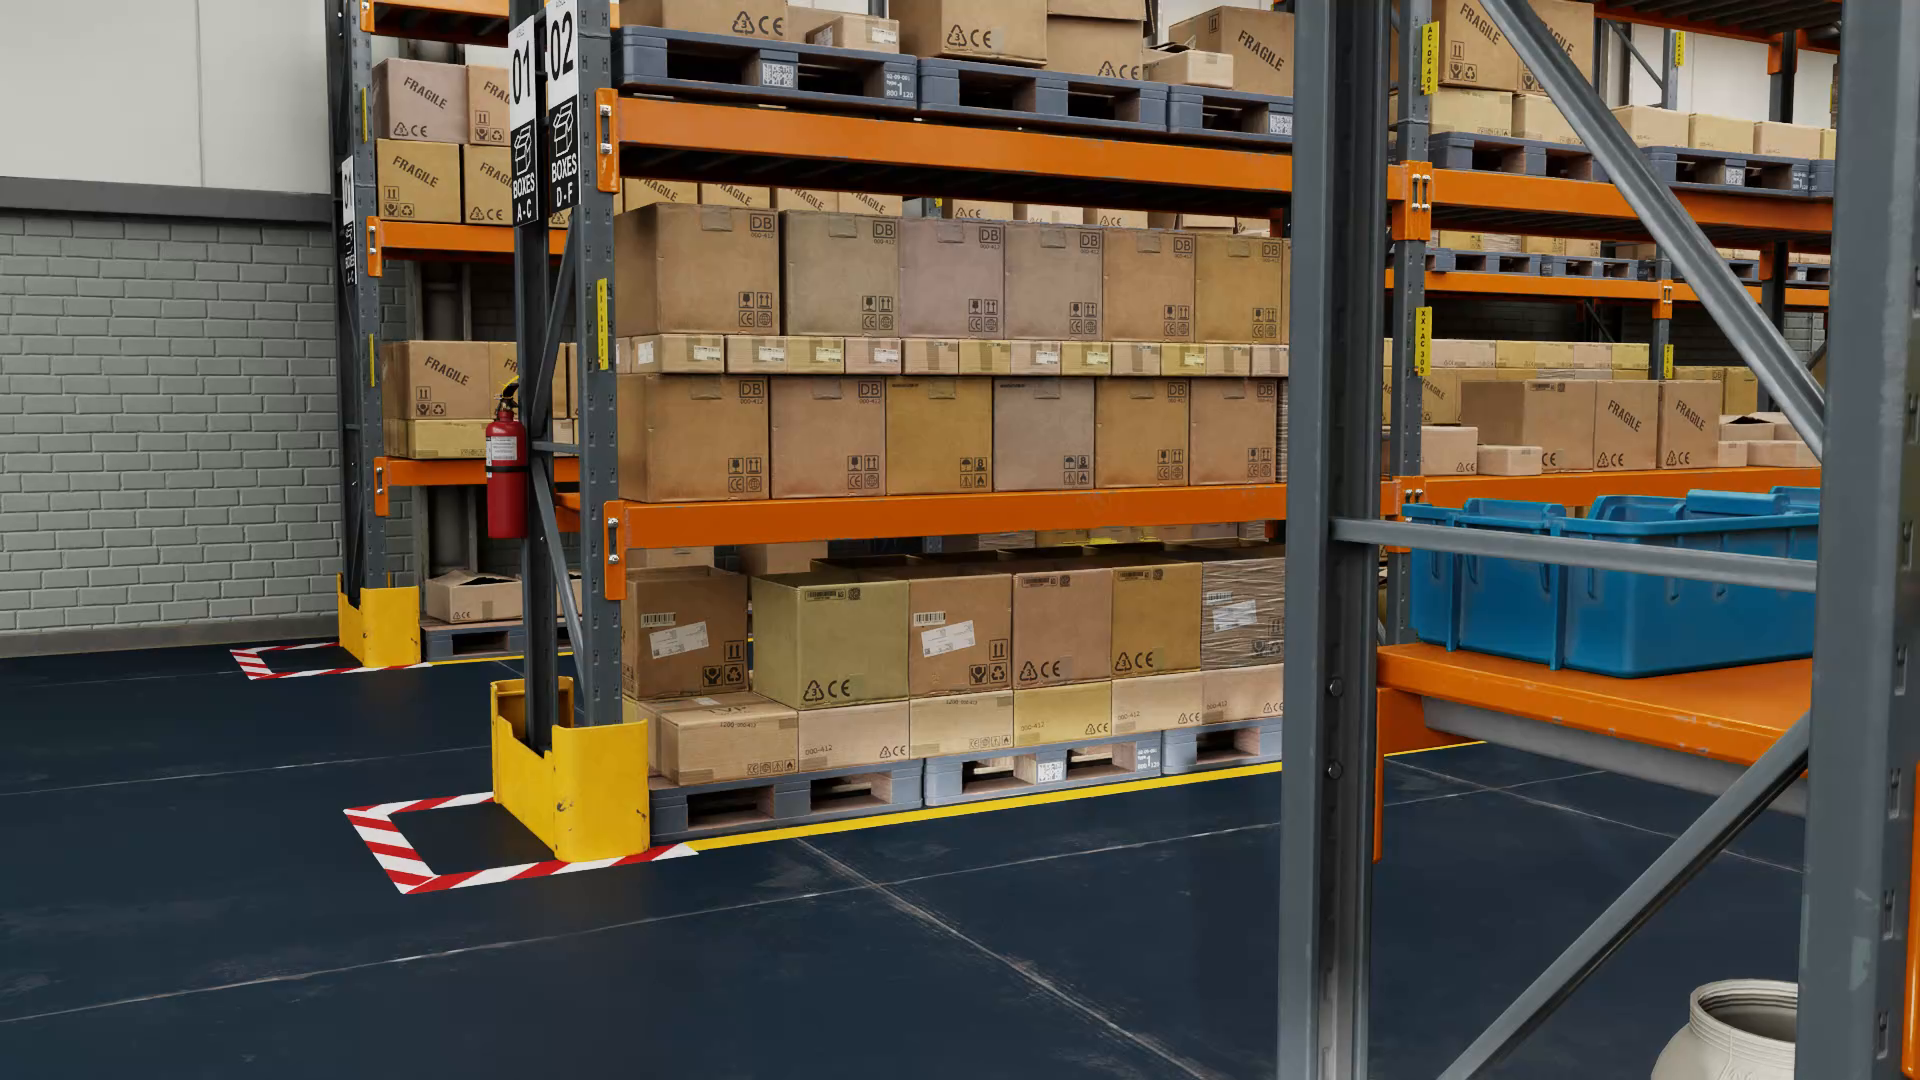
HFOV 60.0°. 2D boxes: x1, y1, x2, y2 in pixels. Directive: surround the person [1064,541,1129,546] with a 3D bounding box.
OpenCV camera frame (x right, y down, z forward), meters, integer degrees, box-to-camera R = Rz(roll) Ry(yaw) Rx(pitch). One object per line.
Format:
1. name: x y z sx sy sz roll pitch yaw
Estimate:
1. person: 0.913 0.429 10.107 0.980 0.864 0.511 -3 6 -31
